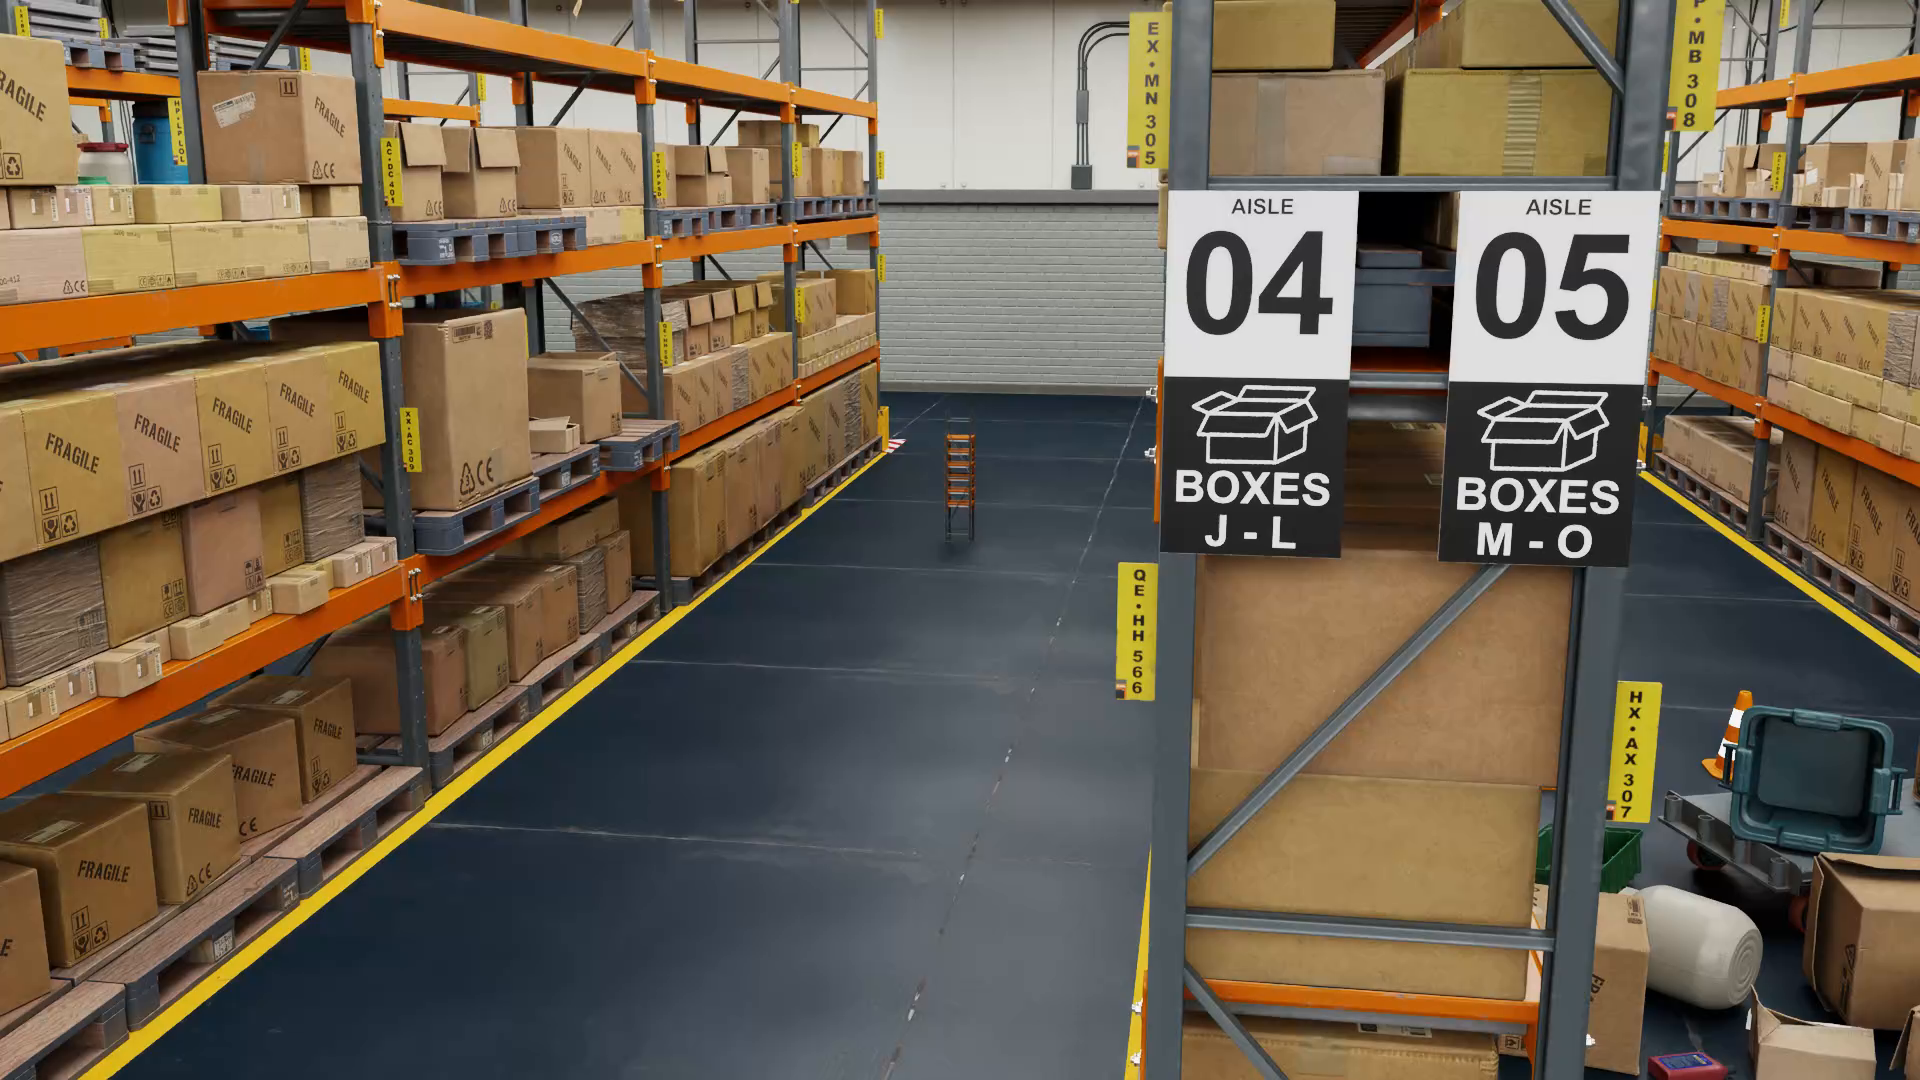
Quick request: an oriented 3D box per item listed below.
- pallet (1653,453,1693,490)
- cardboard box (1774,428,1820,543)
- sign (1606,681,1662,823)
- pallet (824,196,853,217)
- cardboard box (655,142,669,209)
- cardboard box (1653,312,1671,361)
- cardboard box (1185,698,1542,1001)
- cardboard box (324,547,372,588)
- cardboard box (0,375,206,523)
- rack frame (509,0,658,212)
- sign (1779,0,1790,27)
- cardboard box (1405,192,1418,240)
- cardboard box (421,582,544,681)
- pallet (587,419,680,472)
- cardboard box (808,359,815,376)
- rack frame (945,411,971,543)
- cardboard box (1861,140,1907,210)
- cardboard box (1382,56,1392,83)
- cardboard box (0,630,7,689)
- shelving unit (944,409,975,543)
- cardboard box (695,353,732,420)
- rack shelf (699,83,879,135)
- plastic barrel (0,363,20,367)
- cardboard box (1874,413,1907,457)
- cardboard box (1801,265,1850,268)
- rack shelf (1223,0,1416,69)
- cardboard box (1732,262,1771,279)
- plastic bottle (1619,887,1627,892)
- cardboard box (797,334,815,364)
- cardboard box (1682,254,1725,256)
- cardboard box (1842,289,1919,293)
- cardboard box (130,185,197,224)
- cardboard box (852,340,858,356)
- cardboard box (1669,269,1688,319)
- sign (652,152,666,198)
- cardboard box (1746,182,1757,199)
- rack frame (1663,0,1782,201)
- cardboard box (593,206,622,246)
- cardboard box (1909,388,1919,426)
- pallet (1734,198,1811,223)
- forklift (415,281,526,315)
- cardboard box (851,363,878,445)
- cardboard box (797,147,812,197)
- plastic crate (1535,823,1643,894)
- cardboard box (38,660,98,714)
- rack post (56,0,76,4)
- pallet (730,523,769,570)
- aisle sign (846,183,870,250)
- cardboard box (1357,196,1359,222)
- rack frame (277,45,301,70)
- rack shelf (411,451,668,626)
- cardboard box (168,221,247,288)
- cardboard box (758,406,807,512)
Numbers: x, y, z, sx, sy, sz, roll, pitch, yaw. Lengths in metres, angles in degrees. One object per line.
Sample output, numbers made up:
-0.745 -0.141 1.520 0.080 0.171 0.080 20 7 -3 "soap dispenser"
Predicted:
8.268 -0.744 18.203 1.003 0.211 1.213 2 12 9 "pallet"
7.682 -0.479 14.398 0.875 0.875 0.875 2 12 10 "cardboard box"
1.493 0.472 3.696 0.100 0.325 0.005 2 12 9 "sign"
-1.768 -3.611 17.976 1.003 0.211 1.213 2 12 9 "pallet"
-2.686 -2.784 12.685 0.797 0.503 0.637 3 12 12 "cardboard box"
7.956 -2.235 18.262 0.500 0.500 0.500 2 12 8 "cardboard box"
0.958 0.763 4.234 0.875 0.550 0.550 2 12 9 "cardboard box"
-3.115 0.129 8.126 0.380 0.149 0.250 2 12 9 "cardboard box"
-3.355 -0.368 6.520 0.500 0.500 0.500 2 12 9 "cardboard box"
-2.709 -3.865 11.824 1.000 3.000 0.127 2 12 9 "rack frame"
8.847 -5.684 17.859 0.100 0.325 0.005 2 12 9 "sign"
1.432 -0.902 4.557 0.380 0.149 0.250 2 12 9 "cardboard box"
-3.031 0.565 10.397 0.700 0.500 0.500 1 12 4 "cardboard box"
-2.713 -0.687 11.771 1.213 0.211 1.003 2 12 9 "pallet"
-1.679 -1.748 16.835 0.380 0.149 0.250 1 12 7 "cardboard box"
-0.016 -0.564 15.021 0.240 1.200 0.006 2 12 9 "rack frame"
7.068 -2.708 12.341 0.500 0.500 0.500 2 12 9 "cardboard box"
1.587 -1.503 5.452 0.380 0.149 0.250 2 12 9 "cardboard box"
-3.869 0.317 5.714 0.875 0.500 0.500 2 12 9 "cardboard box"
-0.002 -0.584 15.110 0.258 1.200 0.189 2 12 9 "shelving unit"
-2.213 -1.288 13.868 0.500 0.500 0.500 2 12 8 "cardboard box"
-1.786 -4.567 17.737 1.077 0.370 4.000 2 12 9 "rack shelf"
-7.375 -1.053 12.692 0.600 0.536 0.708 2 12 9 "plastic barrel"
6.967 -0.758 12.005 0.500 0.250 0.500 2 12 10 "cardboard box"
8.024 -2.464 15.414 0.380 0.149 0.250 2 12 8 "cardboard box"
1.869 -2.720 9.166 1.077 0.370 4.000 2 12 9 "rack shelf"
7.651 -2.582 15.963 0.380 0.149 0.250 2 12 8 "cardboard box"
3.010 1.625 7.564 0.133 0.061 0.283 -5 13 -21 "plastic bottle"
-1.763 -1.926 16.718 0.500 0.250 0.500 2 12 8 "cardboard box"
8.015 -3.009 17.944 0.380 0.149 0.250 2 12 10 "cardboard box"
7.878 -1.880 14.244 0.500 0.500 0.500 2 12 10 "cardboard box"
-3.286 -1.336 6.618 0.380 0.149 0.250 2 12 11 "cardboard box"
-1.364 -2.177 18.829 0.380 0.149 0.250 2 12 7 "cardboard box"
7.886 -2.616 17.656 0.500 0.500 0.500 2 12 7 "cardboard box"
-2.173 -2.633 12.002 0.100 0.325 0.005 2 12 9 "sign"
7.521 -3.240 15.405 0.380 0.149 0.250 2 12 10 "cardboard box"
8.313 -5.209 18.061 1.000 3.000 0.127 2 12 9 "rack frame"
-2.603 -2.115 11.178 0.500 0.250 0.500 2 12 8 "cardboard box"
6.906 -0.891 11.435 0.500 0.250 0.500 2 12 8 "cardboard box"
7.834 -3.037 15.311 1.003 0.211 1.213 2 12 9 "pallet"
-4.689 -1.590 15.672 1.130 2.935 3.031 2 12 10 "forklift"
-1.498 -1.628 19.732 0.875 0.875 0.875 2 12 9 "cardboard box"
-1.946 -3.811 17.222 0.700 0.500 0.500 3 12 12 "cardboard box"
2.829 1.507 7.674 0.450 0.188 0.662 -3 8 40 "plastic crate"
-3.474 0.544 6.203 0.380 0.149 0.250 2 12 9 "cardboard box"
-7.580 -4.443 13.281 0.624 0.289 0.986 2 12 9 "rack post"
-2.323 0.016 14.675 1.003 0.211 1.213 2 12 9 "pallet"
-1.171 -3.874 19.934 0.394 0.787 0.004 2 12 9 "aisle sign"
1.744 -1.323 6.511 0.380 0.149 0.250 2 12 10 "cardboard box"
-6.988 -4.858 16.432 1.000 3.000 0.127 2 12 9 "rack frame"
-3.017 -0.164 10.600 1.077 0.370 4.000 2 12 9 "rack shelf"
-3.300 -1.175 6.816 0.500 0.250 0.500 2 12 8 "cardboard box"
-2.173 -0.798 15.878 1.225 0.875 0.875 2 12 9 "cardboard box"
